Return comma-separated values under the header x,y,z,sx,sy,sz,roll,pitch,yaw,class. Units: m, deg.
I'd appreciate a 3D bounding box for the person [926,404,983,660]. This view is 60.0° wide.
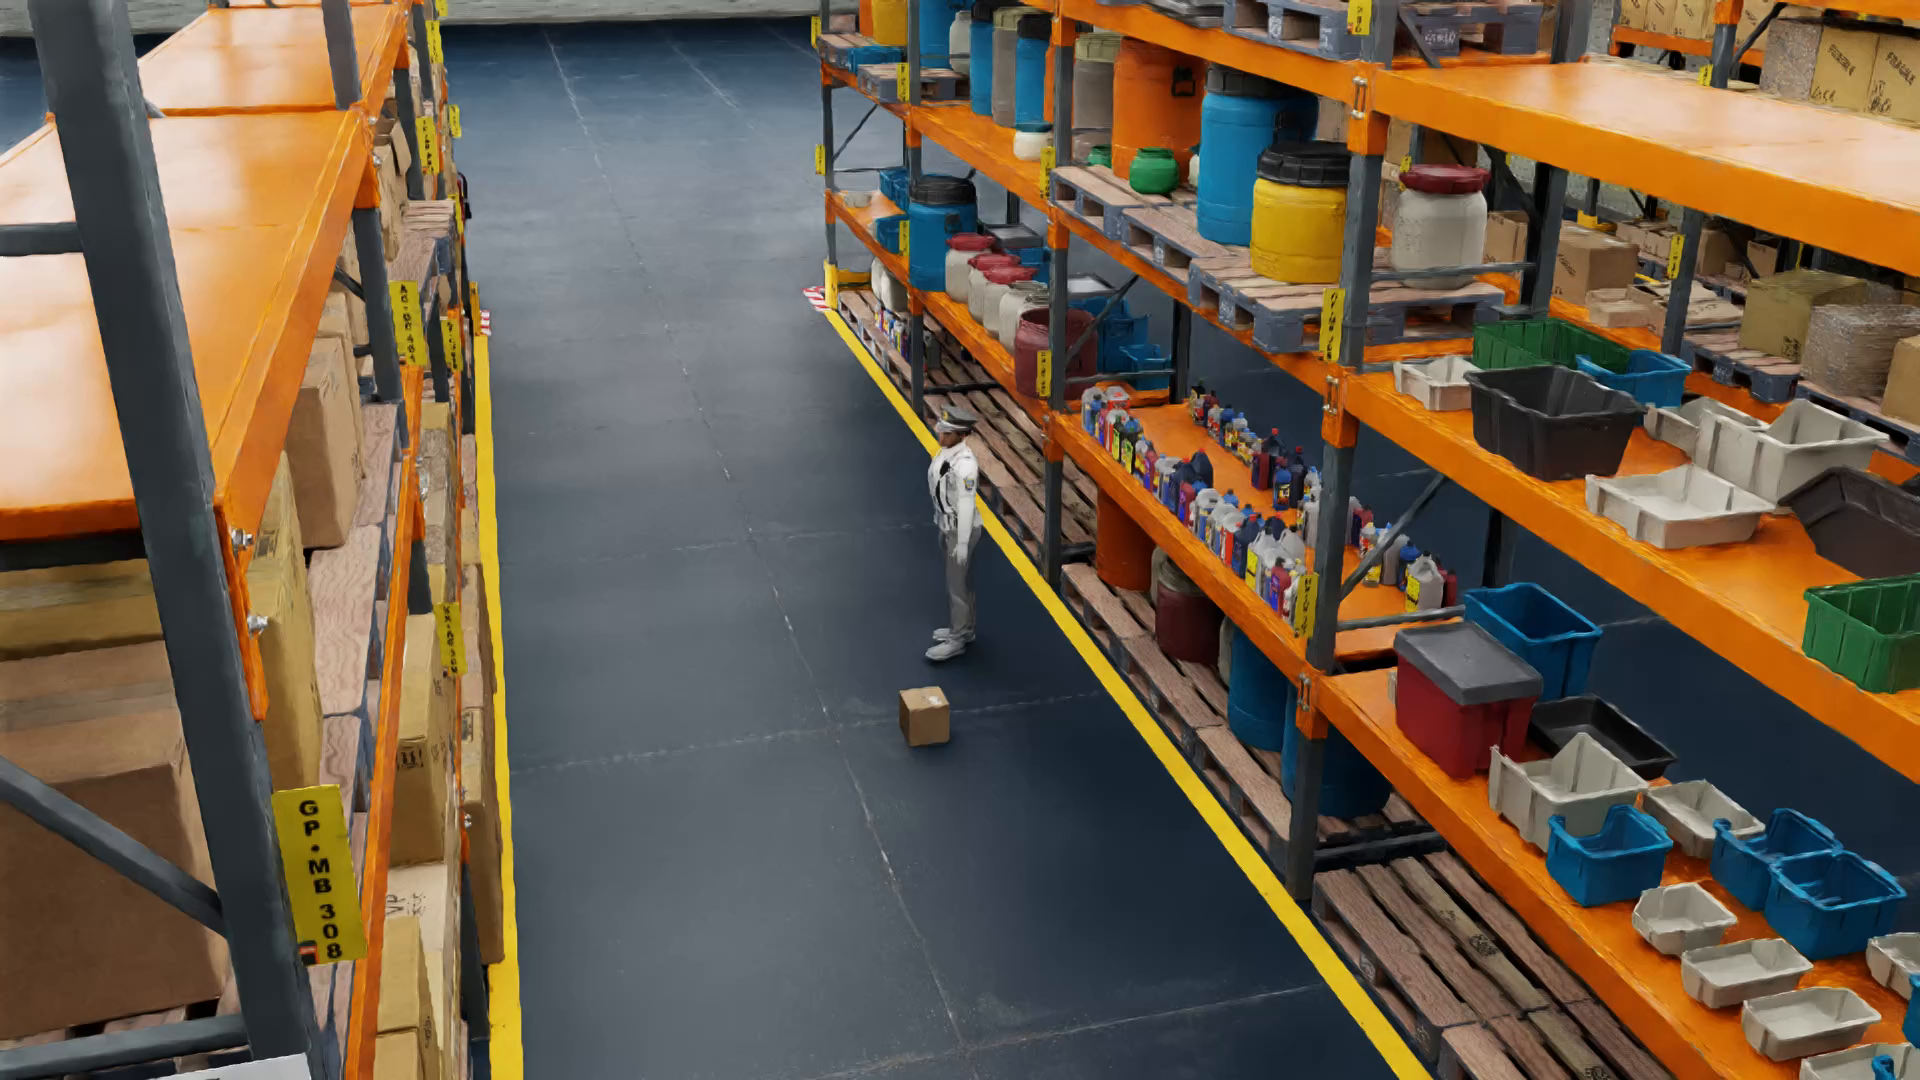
x,y,z,sx,sy,sz,roll,pitch,yaw,class
-0.070,-0.064,10.717,0.405,1.685,0.569,-7,24,-15,person
